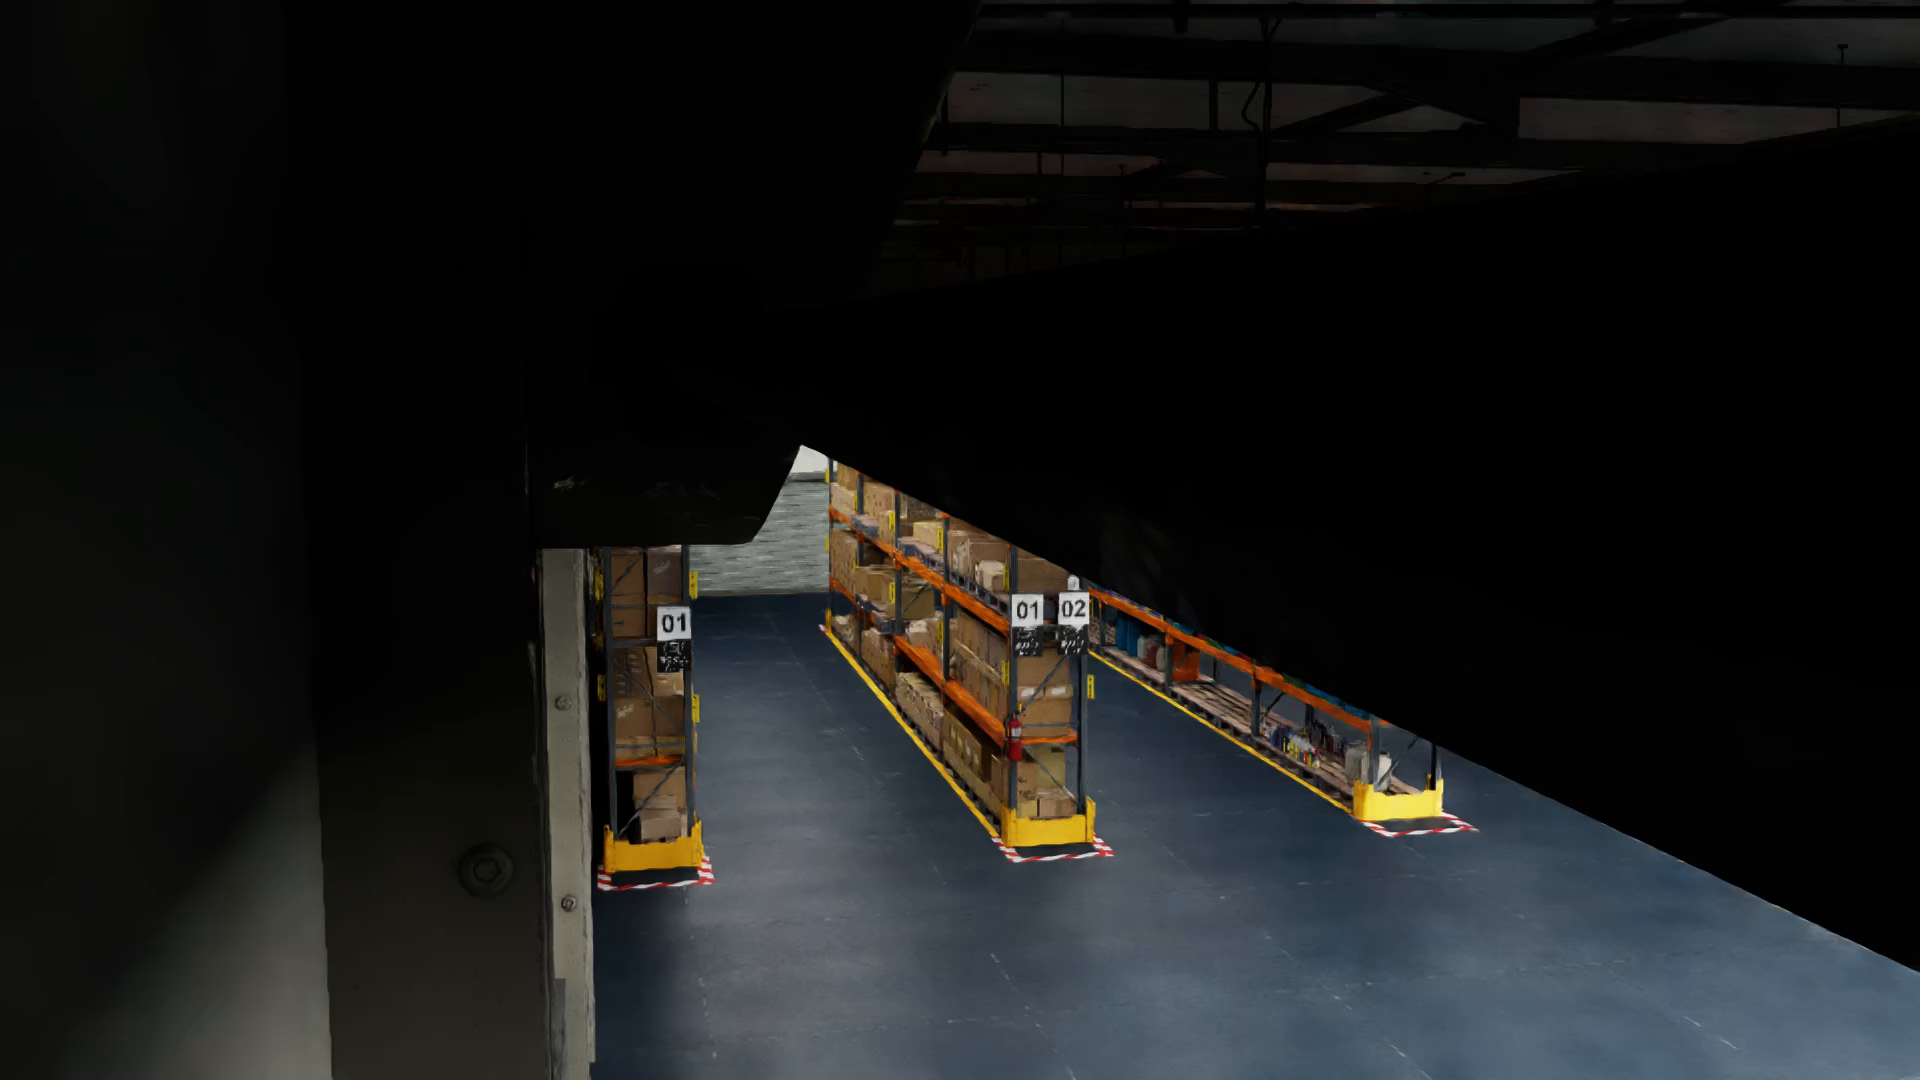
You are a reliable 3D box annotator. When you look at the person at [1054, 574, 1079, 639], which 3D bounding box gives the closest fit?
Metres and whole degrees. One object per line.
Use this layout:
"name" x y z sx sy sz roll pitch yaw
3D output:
"person" 2.242 1.284 35.085 0.635 1.664 0.854 1 7 9
